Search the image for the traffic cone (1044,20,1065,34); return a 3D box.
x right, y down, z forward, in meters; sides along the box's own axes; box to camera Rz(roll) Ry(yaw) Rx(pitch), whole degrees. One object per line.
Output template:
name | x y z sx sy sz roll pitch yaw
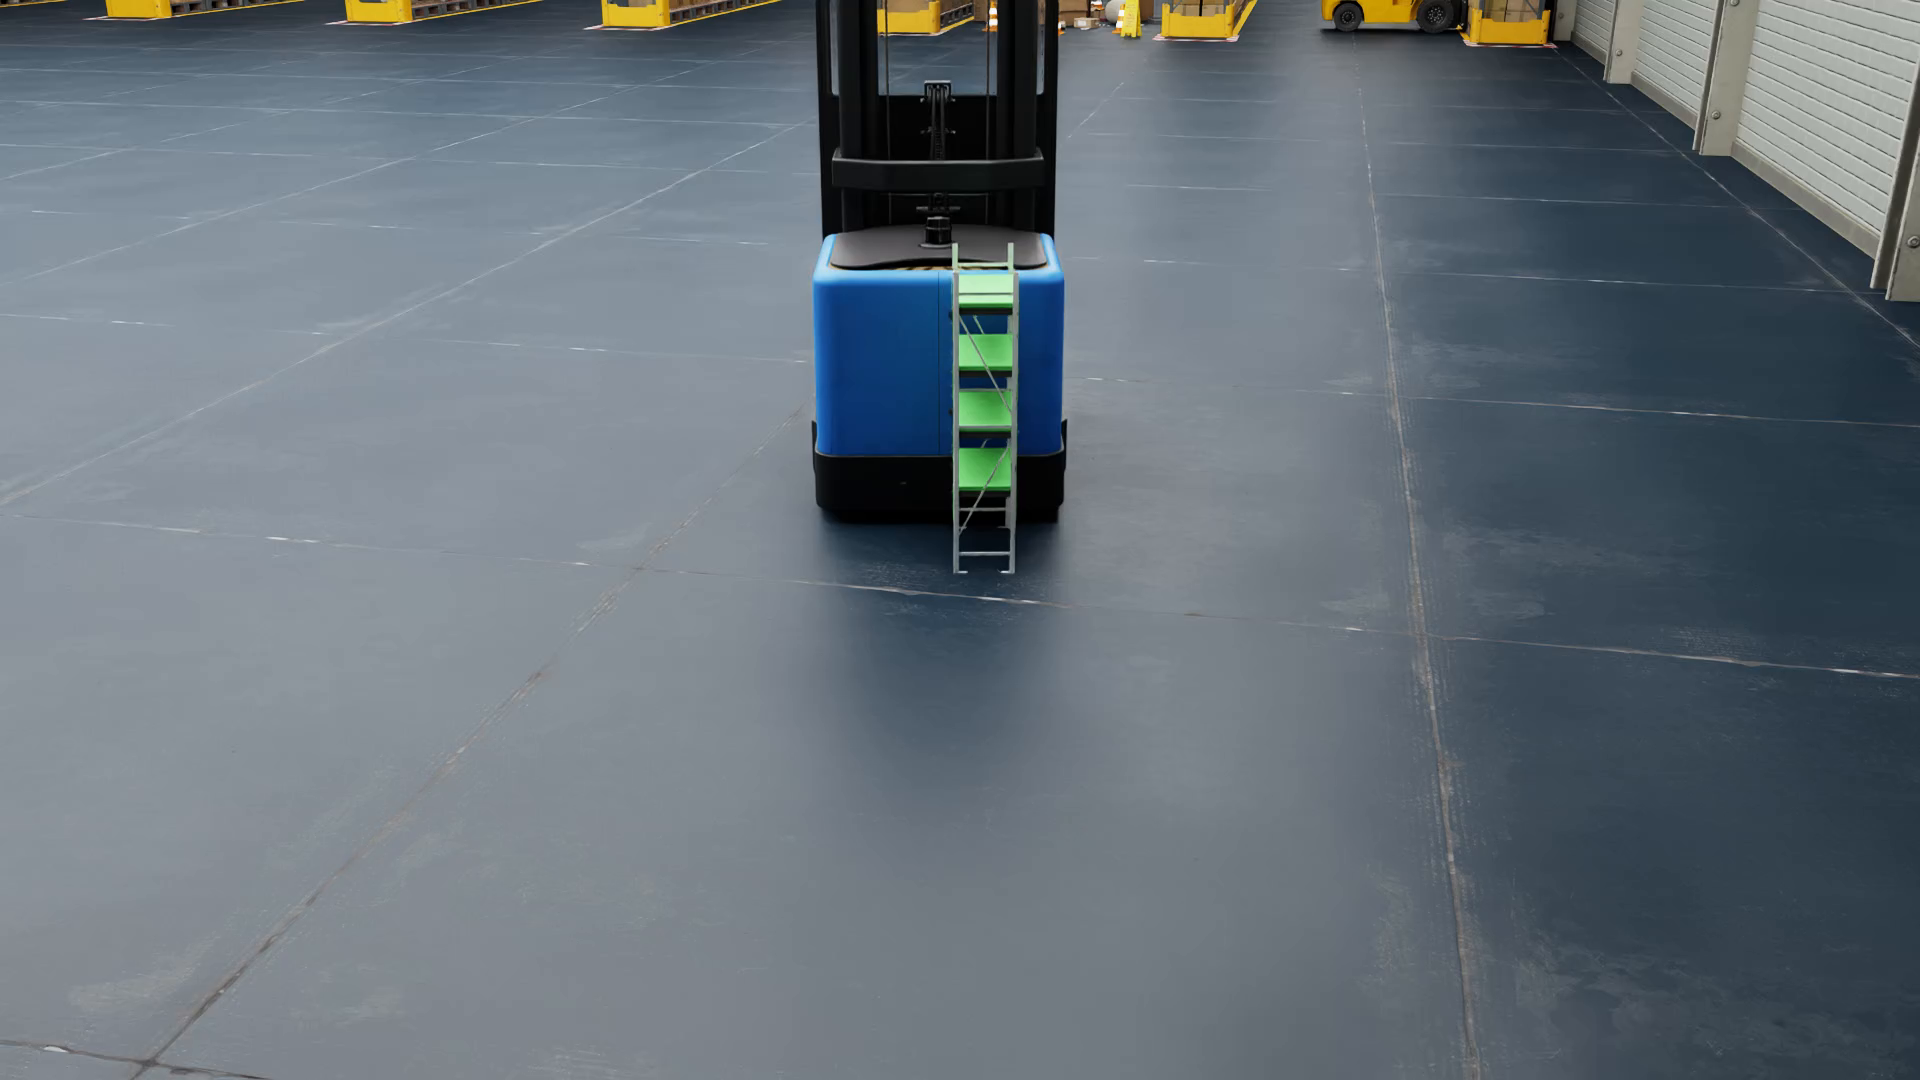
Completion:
traffic cone | 1.603 -8.804 28.093 0.336 0.463 0.334 4 22 11

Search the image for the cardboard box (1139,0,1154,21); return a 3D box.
cardboard box | 3.200 -9.781 30.467 0.500 0.500 0.500 -16 27 -35

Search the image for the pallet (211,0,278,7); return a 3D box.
pallet | -14.852 -11.158 34.277 1.003 0.211 1.213 4 22 11

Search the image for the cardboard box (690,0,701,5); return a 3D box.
cardboard box | -5.231 -10.432 31.524 0.500 0.500 0.500 2 22 6

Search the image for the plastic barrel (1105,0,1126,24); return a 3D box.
plastic barrel | 2.873 -9.440 29.727 0.421 0.421 0.512 -16 27 -35

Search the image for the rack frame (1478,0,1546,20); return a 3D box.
rack frame | 8.794 -9.387 26.147 1.000 3.000 0.127 4 22 11

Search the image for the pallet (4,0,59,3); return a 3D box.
pallet | -19.601 -11.574 35.308 1.003 0.211 1.213 4 22 11

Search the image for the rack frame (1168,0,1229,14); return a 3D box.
rack frame | 3.934 -9.764 27.083 1.000 3.000 0.127 4 22 11

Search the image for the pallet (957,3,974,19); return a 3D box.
pallet | -0.348 -10.002 31.406 1.003 0.211 1.213 4 22 11

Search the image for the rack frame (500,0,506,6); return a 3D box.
rack frame | -9.800 -12.360 33.529 1.000 3.000 0.127 4 22 11

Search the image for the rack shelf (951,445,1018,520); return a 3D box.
rack shelf | 0.093 -0.234 6.643 0.258 0.148 0.480 0 22 -1

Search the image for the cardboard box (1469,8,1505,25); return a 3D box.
cardboard box | 8.581 -8.503 27.069 0.500 0.250 0.500 5 22 11

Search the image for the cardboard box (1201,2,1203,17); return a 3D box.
cardboard box | 3.949 -9.189 28.772 0.500 0.250 0.500 5 22 11

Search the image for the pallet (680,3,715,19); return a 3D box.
pallet | -5.300 -9.993 31.385 1.003 0.211 1.213 4 22 11

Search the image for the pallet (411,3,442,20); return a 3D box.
pallet | -10.476 -9.932 31.232 1.003 0.211 1.213 4 22 11

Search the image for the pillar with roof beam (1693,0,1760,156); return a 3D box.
pillar with roof beam | 3.155 -8.296 15.406 9.100 9.000 0.400 4 22 11

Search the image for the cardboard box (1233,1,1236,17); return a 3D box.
cardboard box | 4.481 -9.144 28.661 0.500 0.250 0.500 5 23 13

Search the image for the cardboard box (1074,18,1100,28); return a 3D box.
cardboard box | 2.224 -9.075 29.188 0.380 0.149 0.250 18 28 38

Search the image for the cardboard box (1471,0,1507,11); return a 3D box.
cardboard box | 8.587 -8.741 26.990 0.500 0.250 0.500 4 22 10

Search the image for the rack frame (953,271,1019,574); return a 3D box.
rack frame | 0.095 -0.425 6.303 0.240 1.200 0.015 0 22 -1

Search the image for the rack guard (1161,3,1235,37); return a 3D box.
rack guard | 3.950 -8.633 27.619 1.175 0.500 0.348 4 22 11

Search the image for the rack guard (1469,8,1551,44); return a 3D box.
rack guard | 8.789 -8.219 26.592 1.175 0.500 0.348 4 22 11

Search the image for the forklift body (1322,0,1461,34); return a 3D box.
forklift body | 7.395 -9.826 28.373 2.313 2.155 1.214 4 22 11

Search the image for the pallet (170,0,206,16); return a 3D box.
pallet | -15.350 -10.266 32.061 1.003 0.211 1.213 4 22 11

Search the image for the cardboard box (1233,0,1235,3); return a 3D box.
cardboard box | 4.476 -9.506 28.556 0.500 0.500 0.500 4 22 9

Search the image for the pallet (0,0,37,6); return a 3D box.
pallet | -19.848 -11.126 34.197 1.003 0.211 1.213 4 22 11

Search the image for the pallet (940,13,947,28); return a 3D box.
pallet | -0.846 -9.110 29.190 1.003 0.211 1.213 4 22 11

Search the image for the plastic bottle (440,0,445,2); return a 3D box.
plastic bottle | -9.941 -10.475 31.912 0.097 0.271 0.097 0 22 0

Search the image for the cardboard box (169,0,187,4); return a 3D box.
cardboard box | -15.137 -10.375 31.718 0.500 0.250 0.500 4 22 11

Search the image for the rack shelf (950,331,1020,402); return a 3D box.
rack shelf | 0.093 -0.680 6.463 0.258 0.148 0.480 0 22 -1

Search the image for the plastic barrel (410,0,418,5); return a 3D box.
plastic barrel | -10.454 -10.368 31.350 0.421 0.512 0.421 0 22 0

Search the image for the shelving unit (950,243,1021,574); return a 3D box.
shelving unit | 0.093 -0.516 6.529 0.258 1.200 0.503 0 22 -1

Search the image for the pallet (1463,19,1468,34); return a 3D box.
pallet | 9.160 -8.822 28.475 1.003 0.211 1.213 4 22 11

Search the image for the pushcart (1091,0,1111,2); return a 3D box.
pushcart | 2.508 -10.166 31.592 1.648 0.377 0.936 -3 22 -8

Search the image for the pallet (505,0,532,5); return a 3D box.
pallet | -9.678 -11.357 34.770 1.003 0.211 1.213 4 22 11

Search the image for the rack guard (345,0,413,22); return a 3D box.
rack guard | -10.647 -9.769 30.441 1.175 0.500 0.348 4 22 11

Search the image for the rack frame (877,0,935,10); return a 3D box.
rack frame | -0.932 -10.105 27.929 1.000 3.000 0.127 4 22 11

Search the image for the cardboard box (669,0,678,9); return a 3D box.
cardboard box | -5.535 -10.004 30.461 0.500 0.500 0.500 11 24 25

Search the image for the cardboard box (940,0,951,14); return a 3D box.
cardboard box | -0.681 -9.889 29.675 0.875 0.875 0.875 4 22 10

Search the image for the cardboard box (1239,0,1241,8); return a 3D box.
cardboard box | 4.893 -9.910 30.563 0.500 0.250 0.500 5 23 13

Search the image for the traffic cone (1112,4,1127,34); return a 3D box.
traffic cone | 2.759 -8.843 28.192 0.336 0.463 0.334 4 22 11

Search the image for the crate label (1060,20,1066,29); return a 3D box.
crate label | 1.703 -8.945 28.880 0.250 0.136 0.298 -7 23 -17

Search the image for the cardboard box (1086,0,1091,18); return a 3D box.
cardboard box | 1.997 -9.847 30.449 0.797 0.637 0.503 4 22 11

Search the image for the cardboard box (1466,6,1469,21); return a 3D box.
cardboard box | 8.802 -8.866 27.971 0.500 0.250 0.500 5 22 11

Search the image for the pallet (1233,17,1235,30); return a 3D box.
pallet | 4.150 -8.793 28.404 1.003 0.211 1.213 4 22 11

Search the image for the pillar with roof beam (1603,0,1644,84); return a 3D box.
pillar with roof beam | 4.380 -10.490 20.854 9.100 9.000 0.400 4 22 11

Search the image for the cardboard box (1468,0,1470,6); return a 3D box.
cardboard box | 8.785 -9.114 27.916 0.500 0.250 0.500 4 22 10

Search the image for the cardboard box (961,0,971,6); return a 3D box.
cardboard box | -0.313 -10.552 31.321 0.875 0.875 0.875 5 22 12

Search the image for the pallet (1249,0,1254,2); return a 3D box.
pallet | 5.801 -11.679 35.571 1.003 0.211 1.213 4 22 11

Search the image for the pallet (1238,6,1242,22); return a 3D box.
pallet | 4.648 -9.686 30.620 1.003 0.211 1.213 4 22 11

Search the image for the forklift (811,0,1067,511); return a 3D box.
forklift | -0.105 -1.983 7.855 1.130 2.935 3.031 0 22 -1

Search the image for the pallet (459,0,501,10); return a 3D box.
pallet | -9.978 -10.824 33.448 1.003 0.211 1.213 4 22 11

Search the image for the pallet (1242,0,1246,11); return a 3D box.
pallet | 5.154 -10.666 33.055 1.003 0.211 1.213 4 22 11
